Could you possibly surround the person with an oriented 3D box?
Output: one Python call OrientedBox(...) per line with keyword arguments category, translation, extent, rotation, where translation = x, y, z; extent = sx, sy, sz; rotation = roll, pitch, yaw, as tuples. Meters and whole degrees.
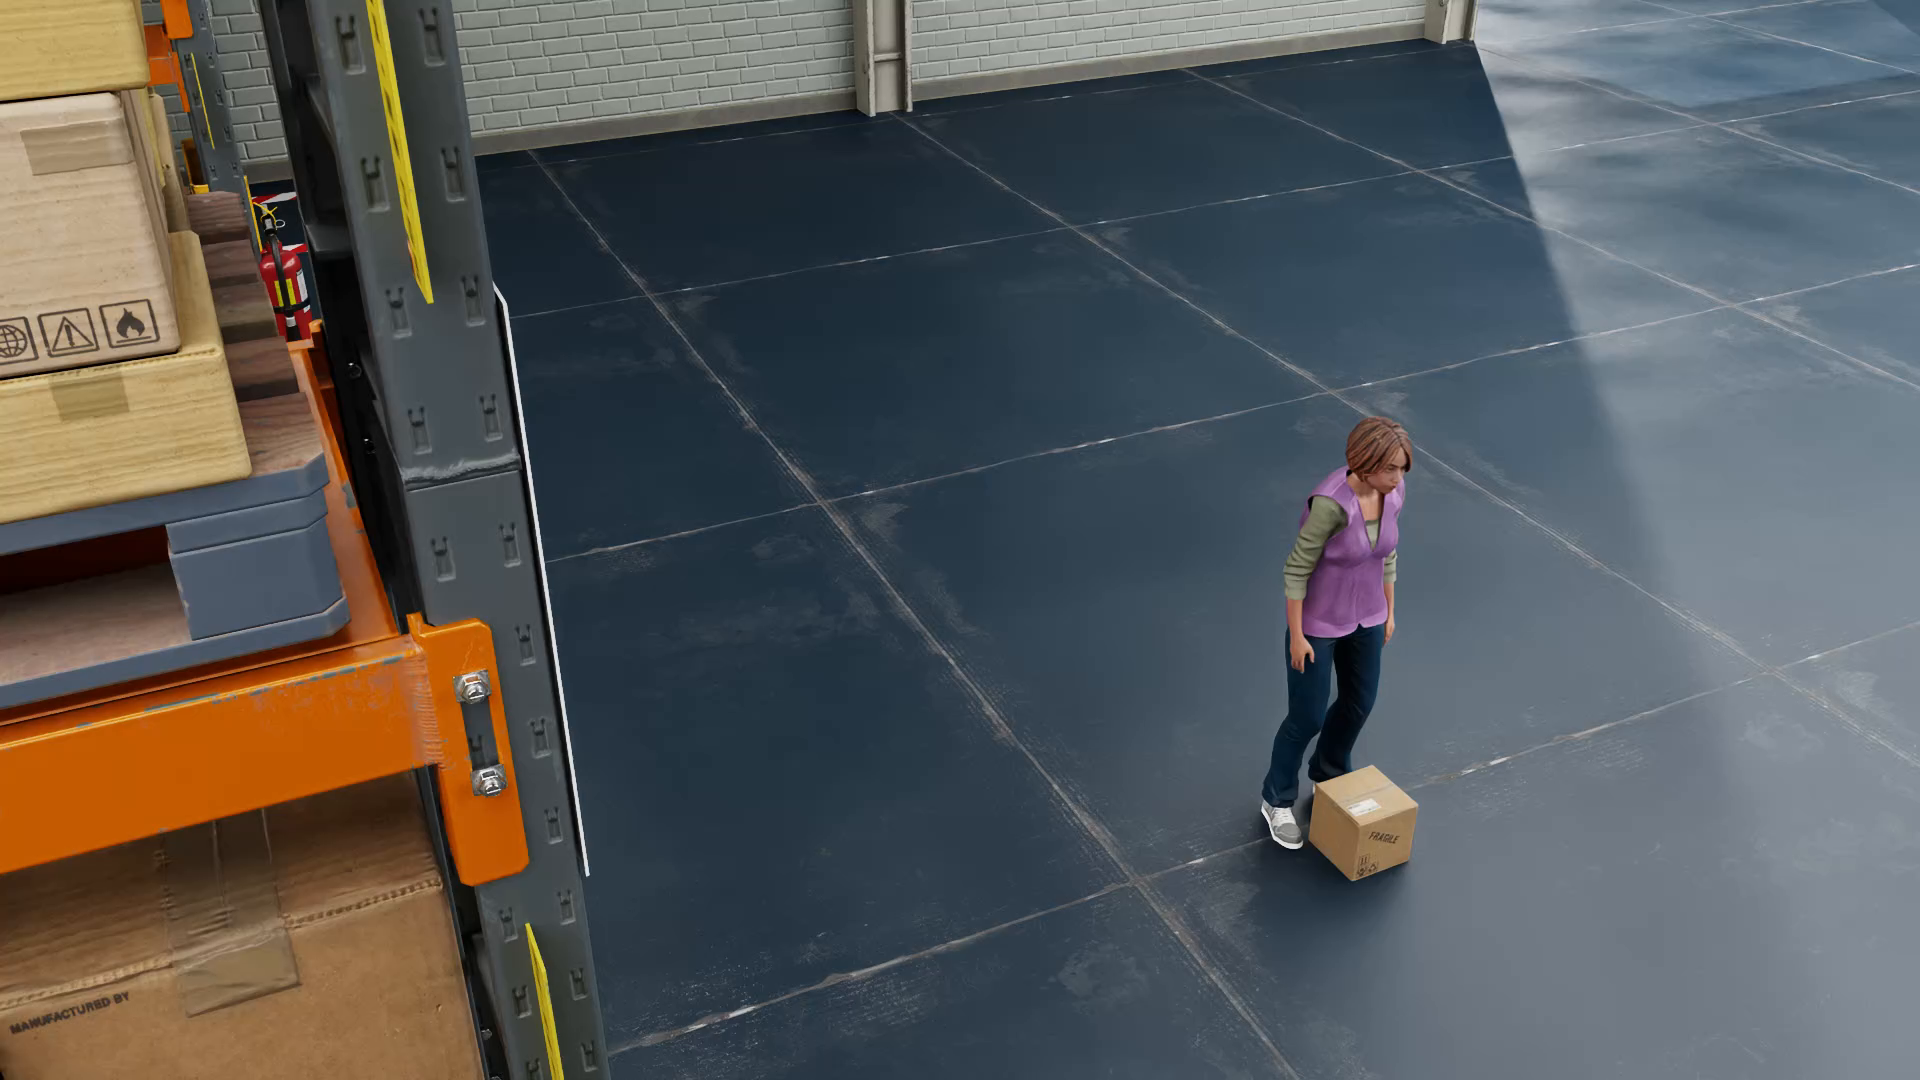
OrientedBox(category="person", translation=(1.281, 0.292, 5.632), extent=(0.466, 1.591, 0.345), rotation=(-15, 33, -24))
